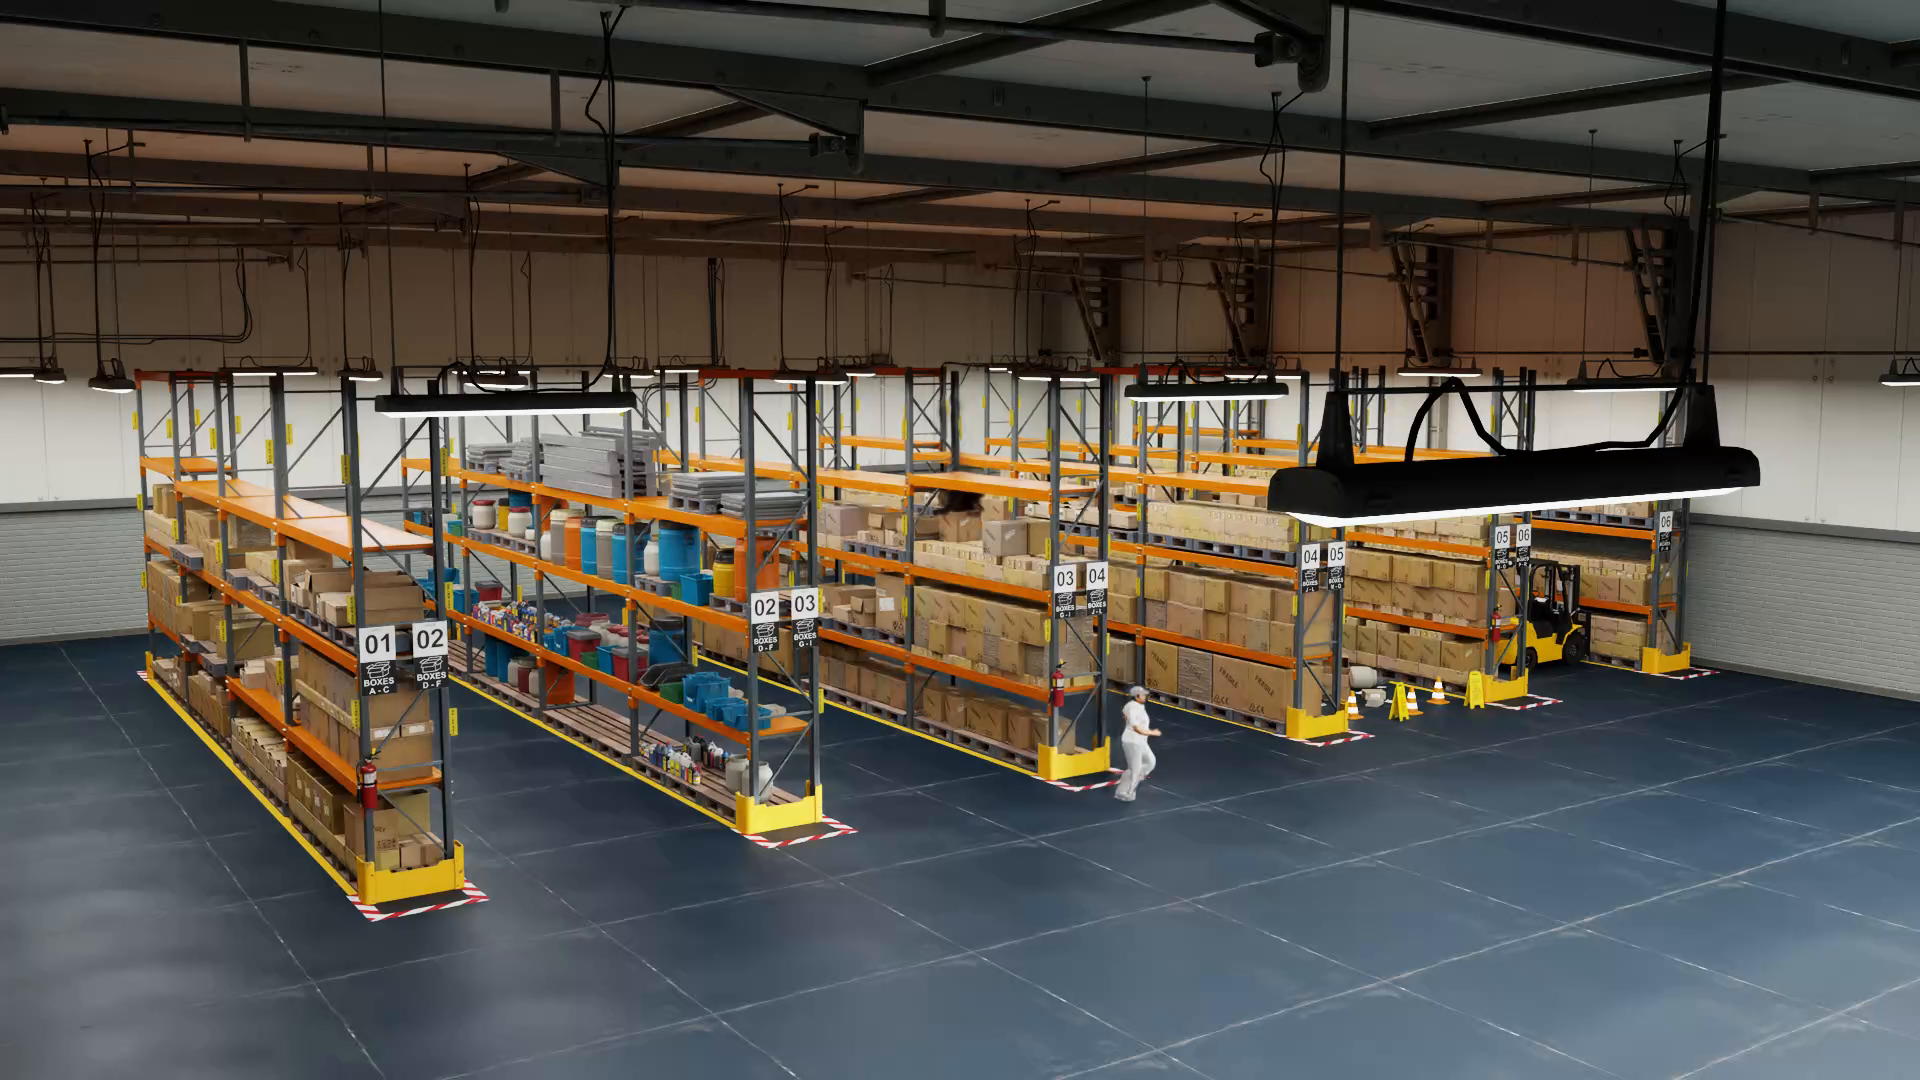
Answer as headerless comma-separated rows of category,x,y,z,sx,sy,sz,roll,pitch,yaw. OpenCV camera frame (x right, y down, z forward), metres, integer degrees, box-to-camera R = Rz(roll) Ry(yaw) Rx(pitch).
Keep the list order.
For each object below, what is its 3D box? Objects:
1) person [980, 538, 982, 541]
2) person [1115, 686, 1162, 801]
person,0.774,0.417,44.738,0.680,1.741,0.658,-5,8,-38
person,2.527,2.874,23.515,0.652,1.654,0.635,1,7,10
